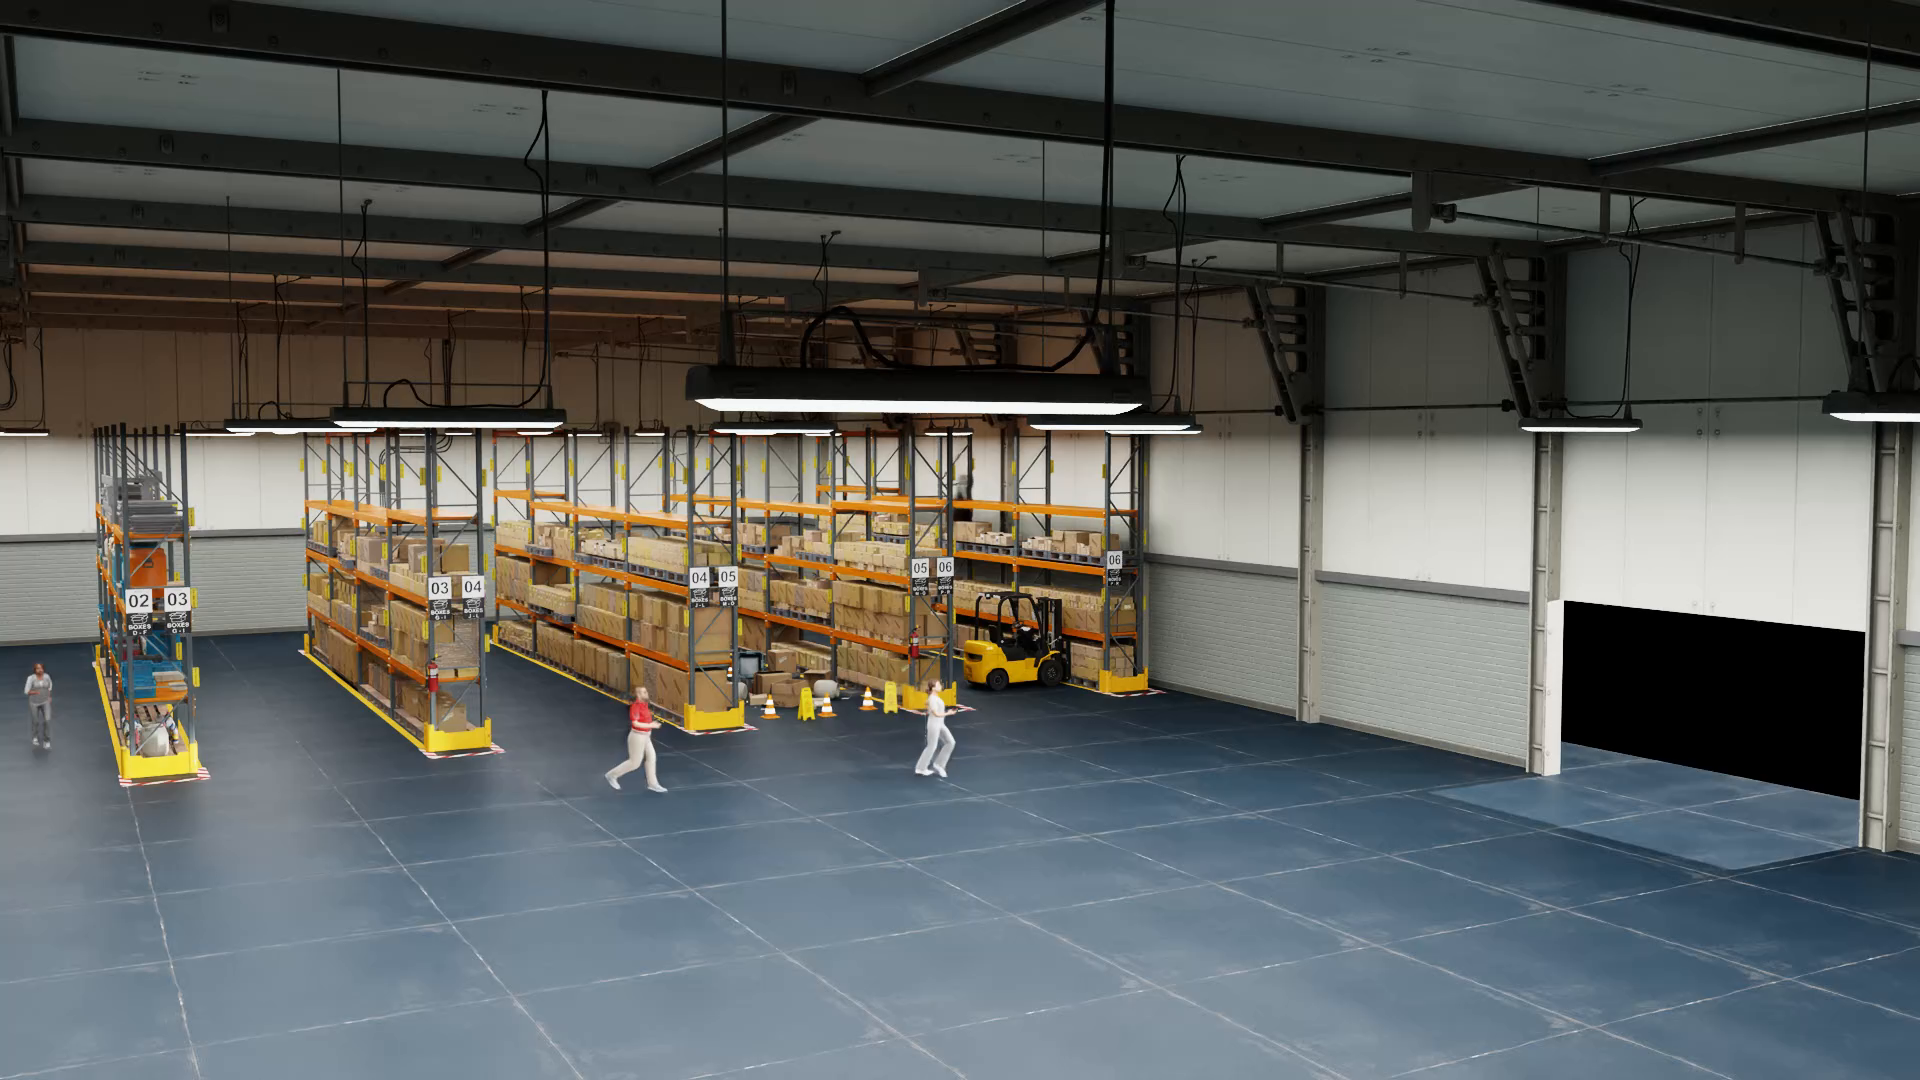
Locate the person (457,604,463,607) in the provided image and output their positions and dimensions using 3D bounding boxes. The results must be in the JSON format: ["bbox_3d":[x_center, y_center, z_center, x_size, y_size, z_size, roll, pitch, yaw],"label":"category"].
[{"bbox_3d":[-14.095,2.054,46.914,0.779,1.680,0.618,1,4,13],"label":"person"}]

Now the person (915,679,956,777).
[{"bbox_3d":[-0.407,3.185,28.133,0.707,1.693,0.532,1,4,13],"label":"person"}]

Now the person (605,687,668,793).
[{"bbox_3d":[-5.235,3.238,26.919,0.969,1.742,0.672,0,3,0],"label":"person"}]

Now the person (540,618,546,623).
[{"bbox_3d":[-12.013,1.890,48.669,0.909,1.794,0.676,-2,4,-27],"label":"person"}]

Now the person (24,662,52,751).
[{"bbox_3d":[-17.024,3.069,30.743,0.490,1.641,0.773,-3,4,-38],"label":"person"}]
